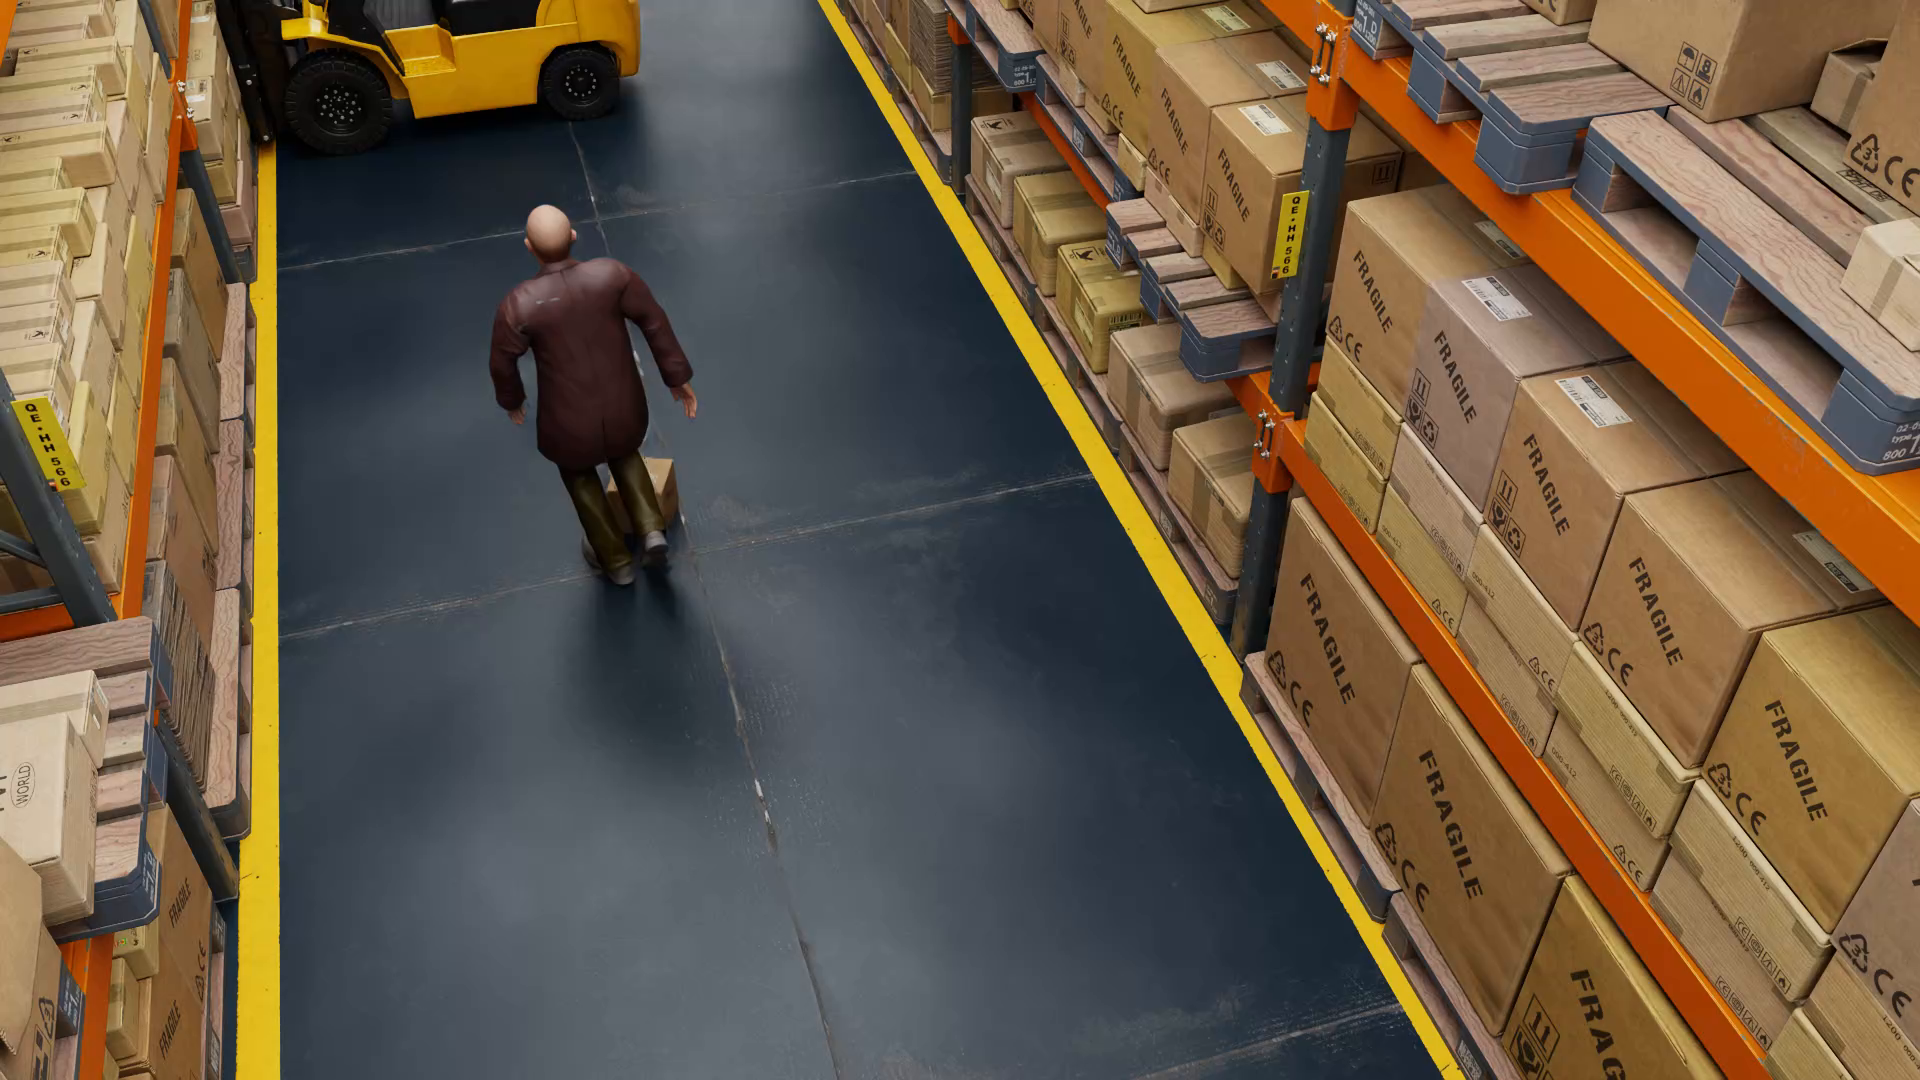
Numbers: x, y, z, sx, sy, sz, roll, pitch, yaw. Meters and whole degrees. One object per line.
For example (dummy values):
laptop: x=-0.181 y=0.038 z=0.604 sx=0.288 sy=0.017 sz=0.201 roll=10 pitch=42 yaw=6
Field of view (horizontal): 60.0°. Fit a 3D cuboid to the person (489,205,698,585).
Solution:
person: x=-1.489 y=-0.567 z=6.847 sx=0.776 sy=1.715 sz=0.555 roll=-19 pitch=45 yaw=-20
